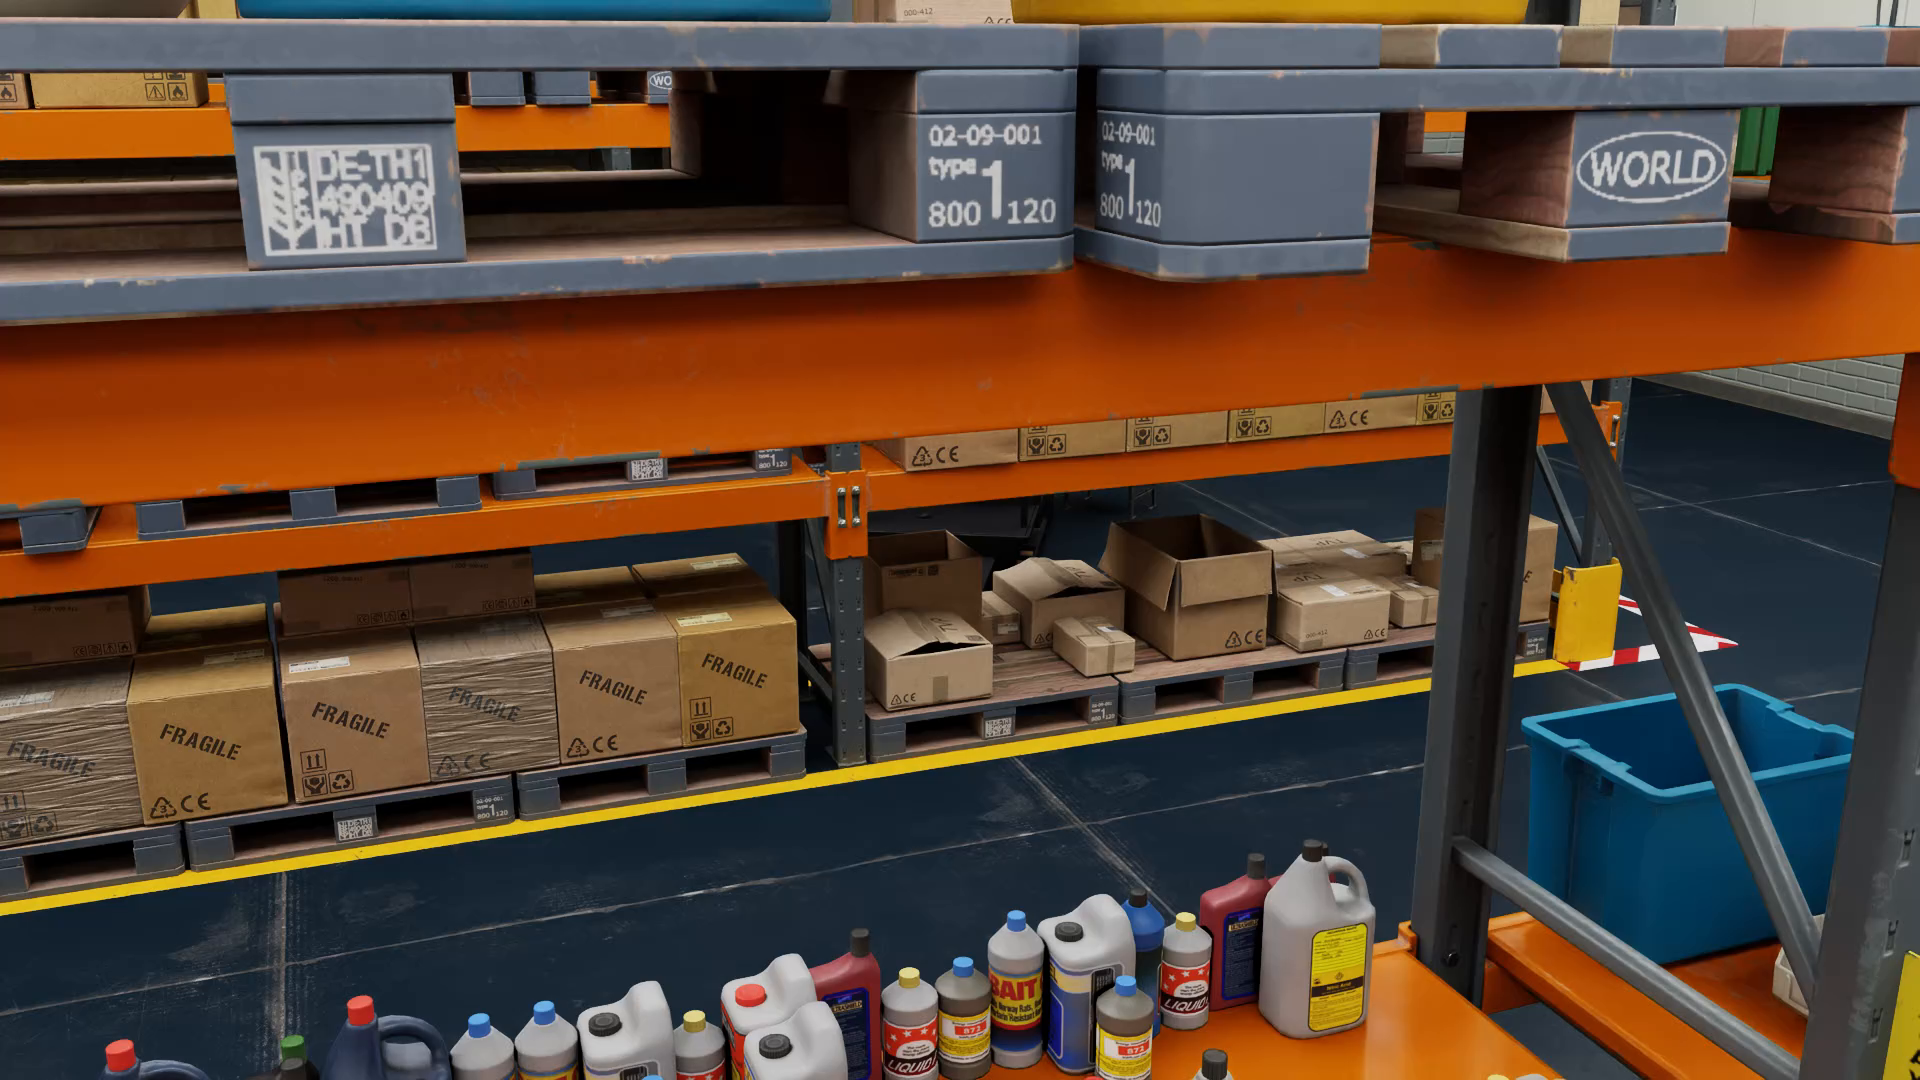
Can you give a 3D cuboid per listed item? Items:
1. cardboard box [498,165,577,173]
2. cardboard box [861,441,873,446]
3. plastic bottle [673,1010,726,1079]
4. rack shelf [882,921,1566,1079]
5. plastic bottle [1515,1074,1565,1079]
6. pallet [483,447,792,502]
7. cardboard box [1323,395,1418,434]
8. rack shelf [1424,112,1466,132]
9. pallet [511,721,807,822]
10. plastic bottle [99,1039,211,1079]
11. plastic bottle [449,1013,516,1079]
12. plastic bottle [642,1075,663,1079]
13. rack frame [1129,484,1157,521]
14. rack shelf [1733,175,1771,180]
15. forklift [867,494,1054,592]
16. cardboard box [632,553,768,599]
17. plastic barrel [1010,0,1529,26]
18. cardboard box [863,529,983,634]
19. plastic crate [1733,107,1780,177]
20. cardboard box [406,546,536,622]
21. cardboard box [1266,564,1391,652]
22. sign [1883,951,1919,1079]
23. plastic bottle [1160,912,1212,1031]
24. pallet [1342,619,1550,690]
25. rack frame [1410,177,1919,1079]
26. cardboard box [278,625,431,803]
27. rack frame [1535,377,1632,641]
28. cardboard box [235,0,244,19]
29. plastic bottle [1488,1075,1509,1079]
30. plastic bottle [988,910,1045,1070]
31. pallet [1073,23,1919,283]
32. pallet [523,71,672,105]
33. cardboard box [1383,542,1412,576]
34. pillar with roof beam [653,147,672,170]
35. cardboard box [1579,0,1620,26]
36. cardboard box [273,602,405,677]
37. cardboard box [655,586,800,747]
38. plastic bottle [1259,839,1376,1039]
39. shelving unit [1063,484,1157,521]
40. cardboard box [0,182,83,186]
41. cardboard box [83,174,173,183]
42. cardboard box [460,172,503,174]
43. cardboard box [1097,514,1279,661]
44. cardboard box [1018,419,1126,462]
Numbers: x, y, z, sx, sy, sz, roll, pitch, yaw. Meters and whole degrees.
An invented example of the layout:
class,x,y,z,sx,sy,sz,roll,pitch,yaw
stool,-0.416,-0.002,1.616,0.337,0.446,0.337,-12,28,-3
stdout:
class,x,y,z,sx,sy,sz,roll,pitch,yaw
cardboard box,-2.943,-2.468,11.607,0.500,0.250,0.500,-6,17,-18
cardboard box,-0.269,-0.749,7.646,0.500,0.500,0.500,-6,17,-19
plastic bottle,-0.426,0.861,2.697,0.097,0.201,0.097,0,16,0
rack shelf,-0.743,1.268,2.234,4.000,0.370,1.077,-6,17,-20
plastic bottle,0.872,0.905,2.412,0.135,0.276,0.152,-6,17,-20
pallet,-1.429,-0.439,7.109,1.213,0.211,1.003,-6,17,-20
cardboard box,1.819,-0.815,7.873,0.500,0.500,0.500,-6,17,-20
rack shelf,1.223,-1.878,7.624,4.000,0.370,1.077,-6,17,-20
pallet,-1.390,0.847,7.338,1.213,0.211,1.003,-6,17,-20
plastic bottle,-1.154,0.875,2.384,0.185,0.351,0.144,-6,17,-20
plastic bottle,-0.734,0.860,2.574,0.097,0.271,0.097,0,16,0
plastic bottle,-0.463,0.910,2.527,0.097,0.201,0.097,0,16,0
rack frame,1.230,-1.184,10.904,0.015,2.100,0.400,9,19,29
rack shelf,2.992,-0.575,3.185,4.000,0.370,1.077,-6,17,-20
forklift,-0.085,-1.232,9.592,1.130,2.935,3.031,2,17,8
cardboard box,-1.183,0.390,7.601,0.500,0.500,0.500,-7,18,-23
plastic barrel,0.345,-0.865,1.816,0.600,0.588,0.600,0,16,0
cardboard box,-0.214,0.274,7.999,0.500,0.500,0.500,-6,17,-20
plastic crate,1.412,-0.739,2.843,0.662,0.188,0.450,-6,17,-20
cardboard box,-2.117,0.131,7.152,0.500,0.250,0.500,-6,17,-20
cardboard box,1.774,0.330,8.251,0.500,0.250,0.500,-6,17,-20
sign,1.320,0.733,2.287,0.005,0.325,0.100,-6,17,-20
plastic bottle,0.404,0.771,3.002,0.097,0.201,0.097,0,16,0
pallet,2.276,0.440,8.724,1.213,0.211,1.003,-6,17,-20
rack frame,1.125,0.721,2.819,0.127,3.000,1.000,-6,17,-20
cardboard box,-2.409,0.681,6.612,0.500,0.500,0.500,-7,18,-22
rack frame,3.091,-0.986,8.632,0.127,3.000,1.000,-6,17,-20
cardboard box,-2.385,-2.153,6.181,0.600,0.600,0.600,-7,18,-22
plastic bottle,0.810,0.910,2.528,0.097,0.201,0.097,0,16,0
plastic bottle,0.097,0.771,2.879,0.097,0.271,0.097,0,16,0
pallet,0.428,-0.523,2.067,1.003,0.211,1.213,-6,17,-20
pallet,-1.278,-1.884,6.701,1.003,0.211,1.213,-6,17,-20
cardboard box,2.344,0.139,9.047,0.250,0.166,0.380,-6,17,-20
pillar with roof beam,-0.536,-3.930,8.009,0.400,9.000,9.100,-6,17,-20
cardboard box,2.703,-2.474,7.755,0.500,0.250,0.500,-6,17,-20
cardboard box,-2.619,0.546,7.070,0.500,0.500,0.500,-7,18,-22
cardboard box,-1.002,0.531,7.123,0.500,0.500,0.500,-6,17,-20
plastic bottle,0.642,0.699,2.982,0.185,0.351,0.144,-6,17,-20
shelving unit,1.020,-1.219,11.023,0.503,2.100,0.431,9,19,29
cardboard box,-5.612,-2.023,10.093,0.500,0.250,0.500,-6,17,-19
cardboard box,-5.340,-2.208,10.720,0.500,0.250,0.500,-7,18,-22
cardboard box,-3.246,-2.282,10.975,0.500,0.250,0.500,-6,17,-19
cardboard box,1.108,0.213,8.198,0.637,0.503,0.797,-6,17,-20
cardboard box,0.406,-0.663,7.354,0.500,0.500,0.500,-6,17,-19
